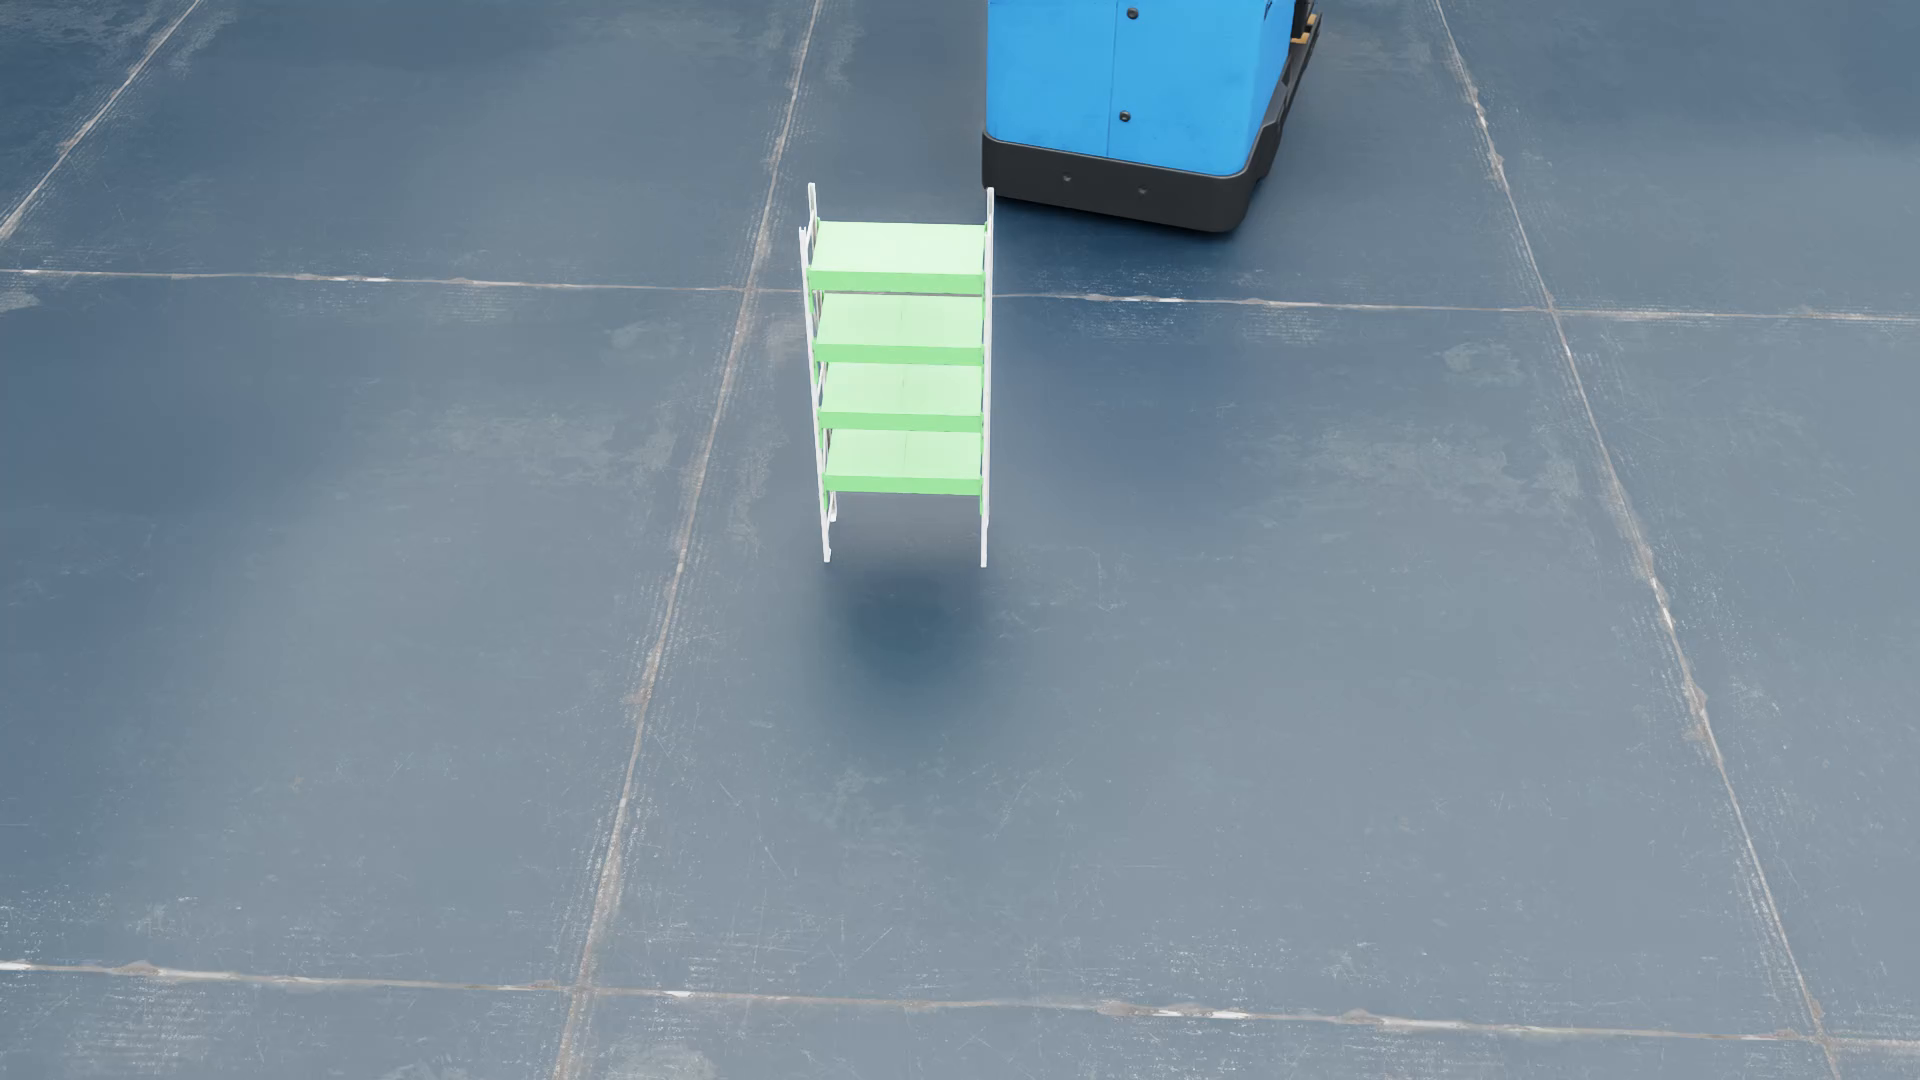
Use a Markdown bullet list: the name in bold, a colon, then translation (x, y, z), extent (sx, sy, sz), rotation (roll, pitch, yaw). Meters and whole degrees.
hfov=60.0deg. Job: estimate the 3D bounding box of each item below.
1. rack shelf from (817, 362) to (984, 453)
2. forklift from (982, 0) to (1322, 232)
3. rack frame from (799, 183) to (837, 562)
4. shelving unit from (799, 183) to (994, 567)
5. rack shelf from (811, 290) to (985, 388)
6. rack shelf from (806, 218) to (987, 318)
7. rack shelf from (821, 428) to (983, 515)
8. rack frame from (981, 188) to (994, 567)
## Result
- **rack shelf**: translation (-0.165, -0.397, 4.890), extent (0.480, 0.148, 0.258), rotation (2, 43, 2)
- **forklift**: translation (1.029, -3.279, 6.620), extent (1.130, 2.935, 3.031), rotation (13, 44, 13)
- **rack frame**: translation (-0.409, -0.452, 4.855), extent (0.015, 1.200, 0.240), rotation (2, 43, 2)
- **shelving unit**: translation (-0.165, -0.444, 4.846), extent (0.503, 1.200, 0.258), rotation (2, 43, 2)
- **rack shelf**: translation (-0.165, -0.573, 4.726), extent (0.480, 0.148, 0.258), rotation (2, 43, 2)
- **rack shelf**: translation (-0.165, -0.749, 4.563), extent (0.480, 0.148, 0.258), rotation (2, 43, 2)
- **rack shelf**: translation (-0.165, -0.222, 5.054), extent (0.480, 0.148, 0.258), rotation (2, 43, 2)
- **rack frame**: translation (0.078, -0.437, 4.838), extent (0.015, 1.200, 0.240), rotation (2, 43, 2)
